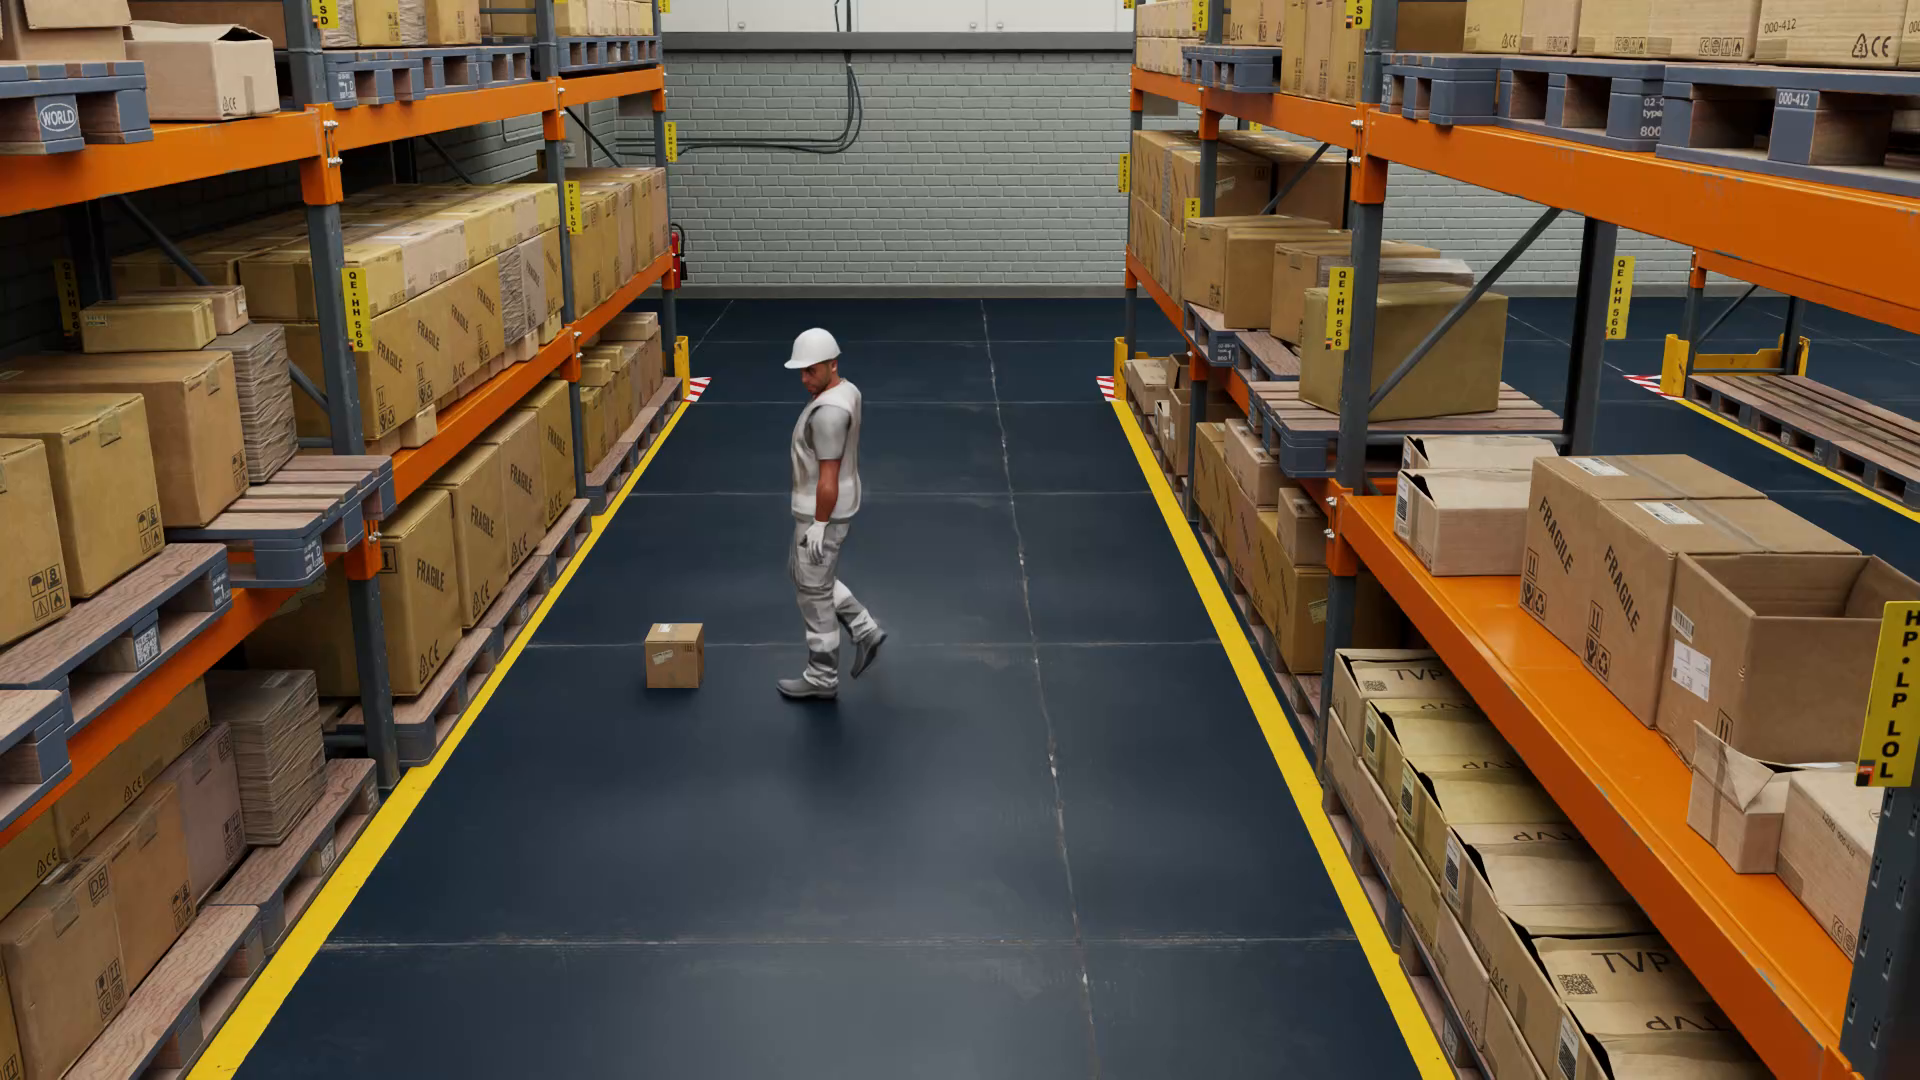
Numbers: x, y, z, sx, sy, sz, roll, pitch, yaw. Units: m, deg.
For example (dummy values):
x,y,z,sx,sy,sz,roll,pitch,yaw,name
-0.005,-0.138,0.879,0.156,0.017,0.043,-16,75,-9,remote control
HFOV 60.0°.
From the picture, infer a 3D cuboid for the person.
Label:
x,y,z,sx,sy,sz,roll,pitch,yaw,name
-0.624,-0.116,7.816,0.529,1.782,0.575,2,17,7,person
